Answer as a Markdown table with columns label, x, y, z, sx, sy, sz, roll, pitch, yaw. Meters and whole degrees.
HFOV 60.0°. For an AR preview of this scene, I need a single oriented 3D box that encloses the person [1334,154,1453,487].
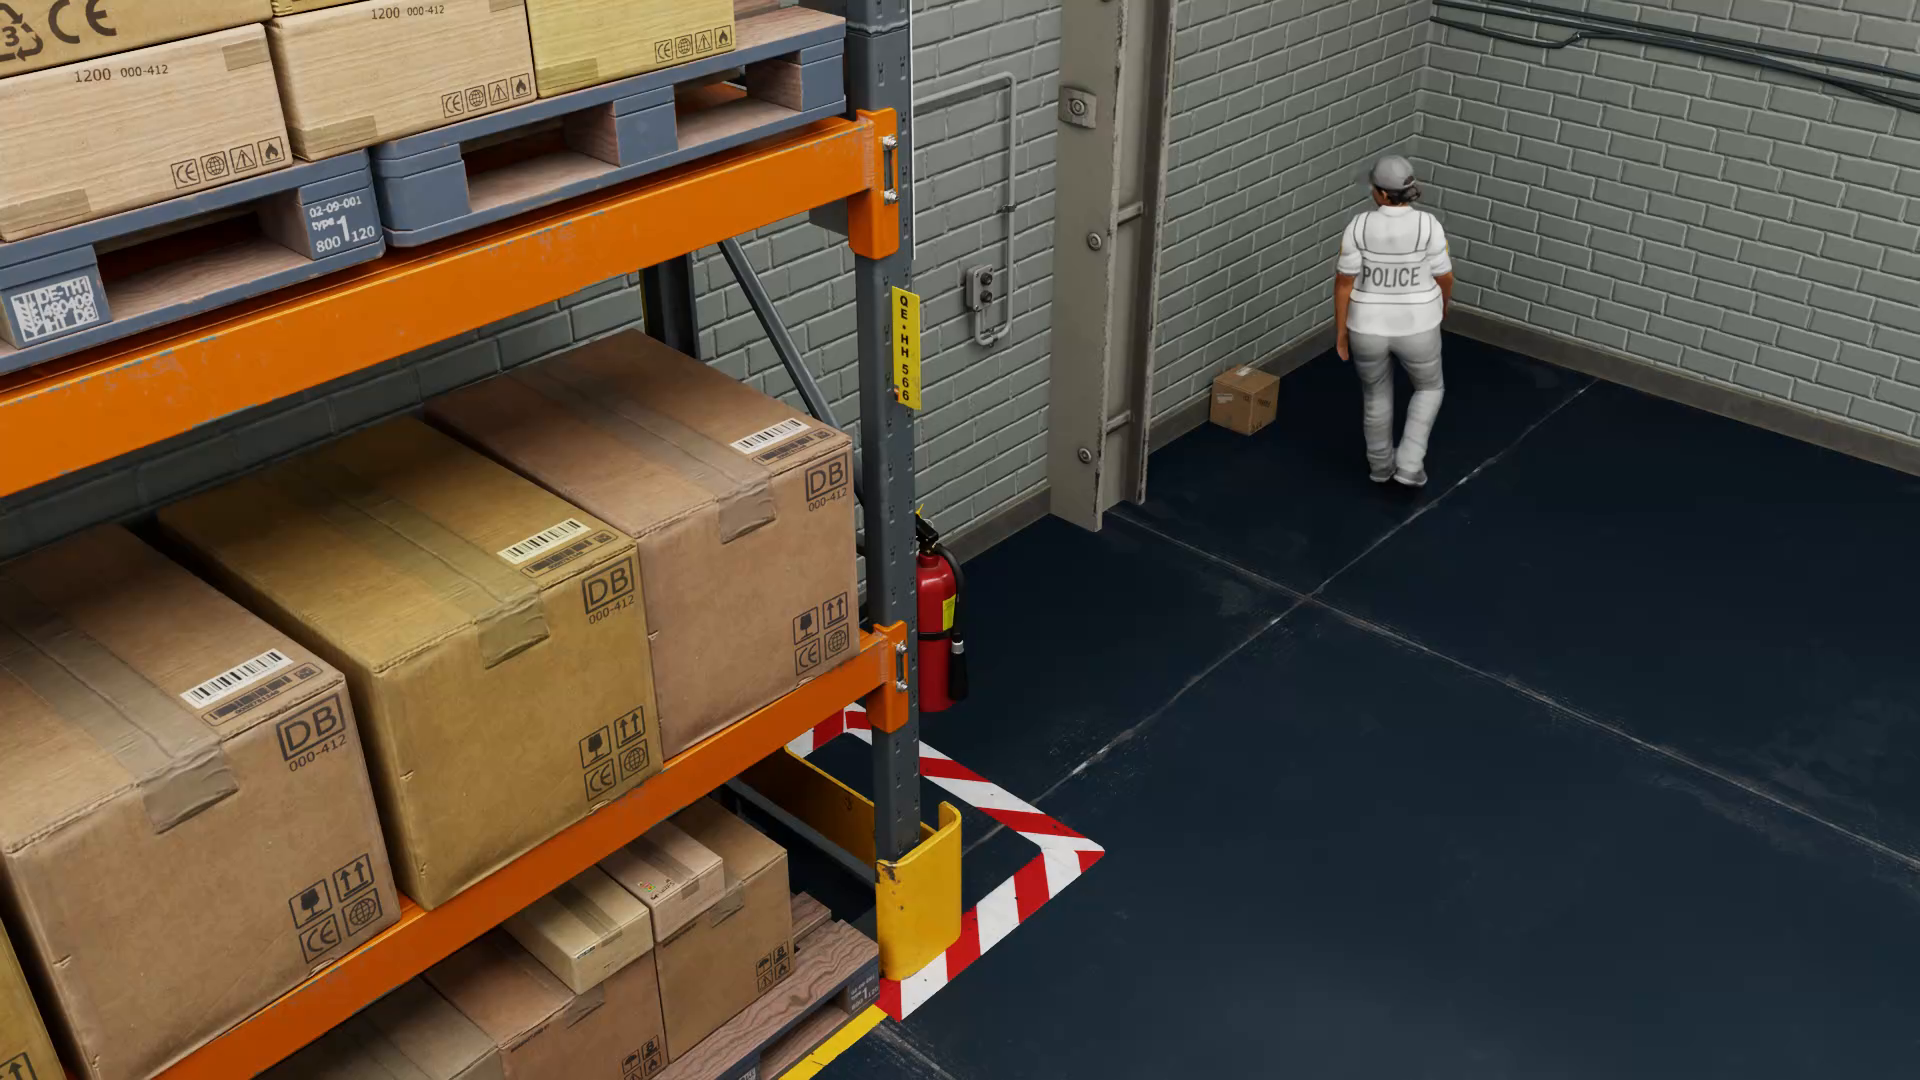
| label | x | y | z | sx | sy | sz | roll | pitch | yaw |
| --- | --- | --- | --- | --- | --- | --- | --- | --- | --- |
| person | 2.014 | -0.990 | 7.750 | 0.552 | 1.664 | 0.551 | 12 | 34 | 19 |
